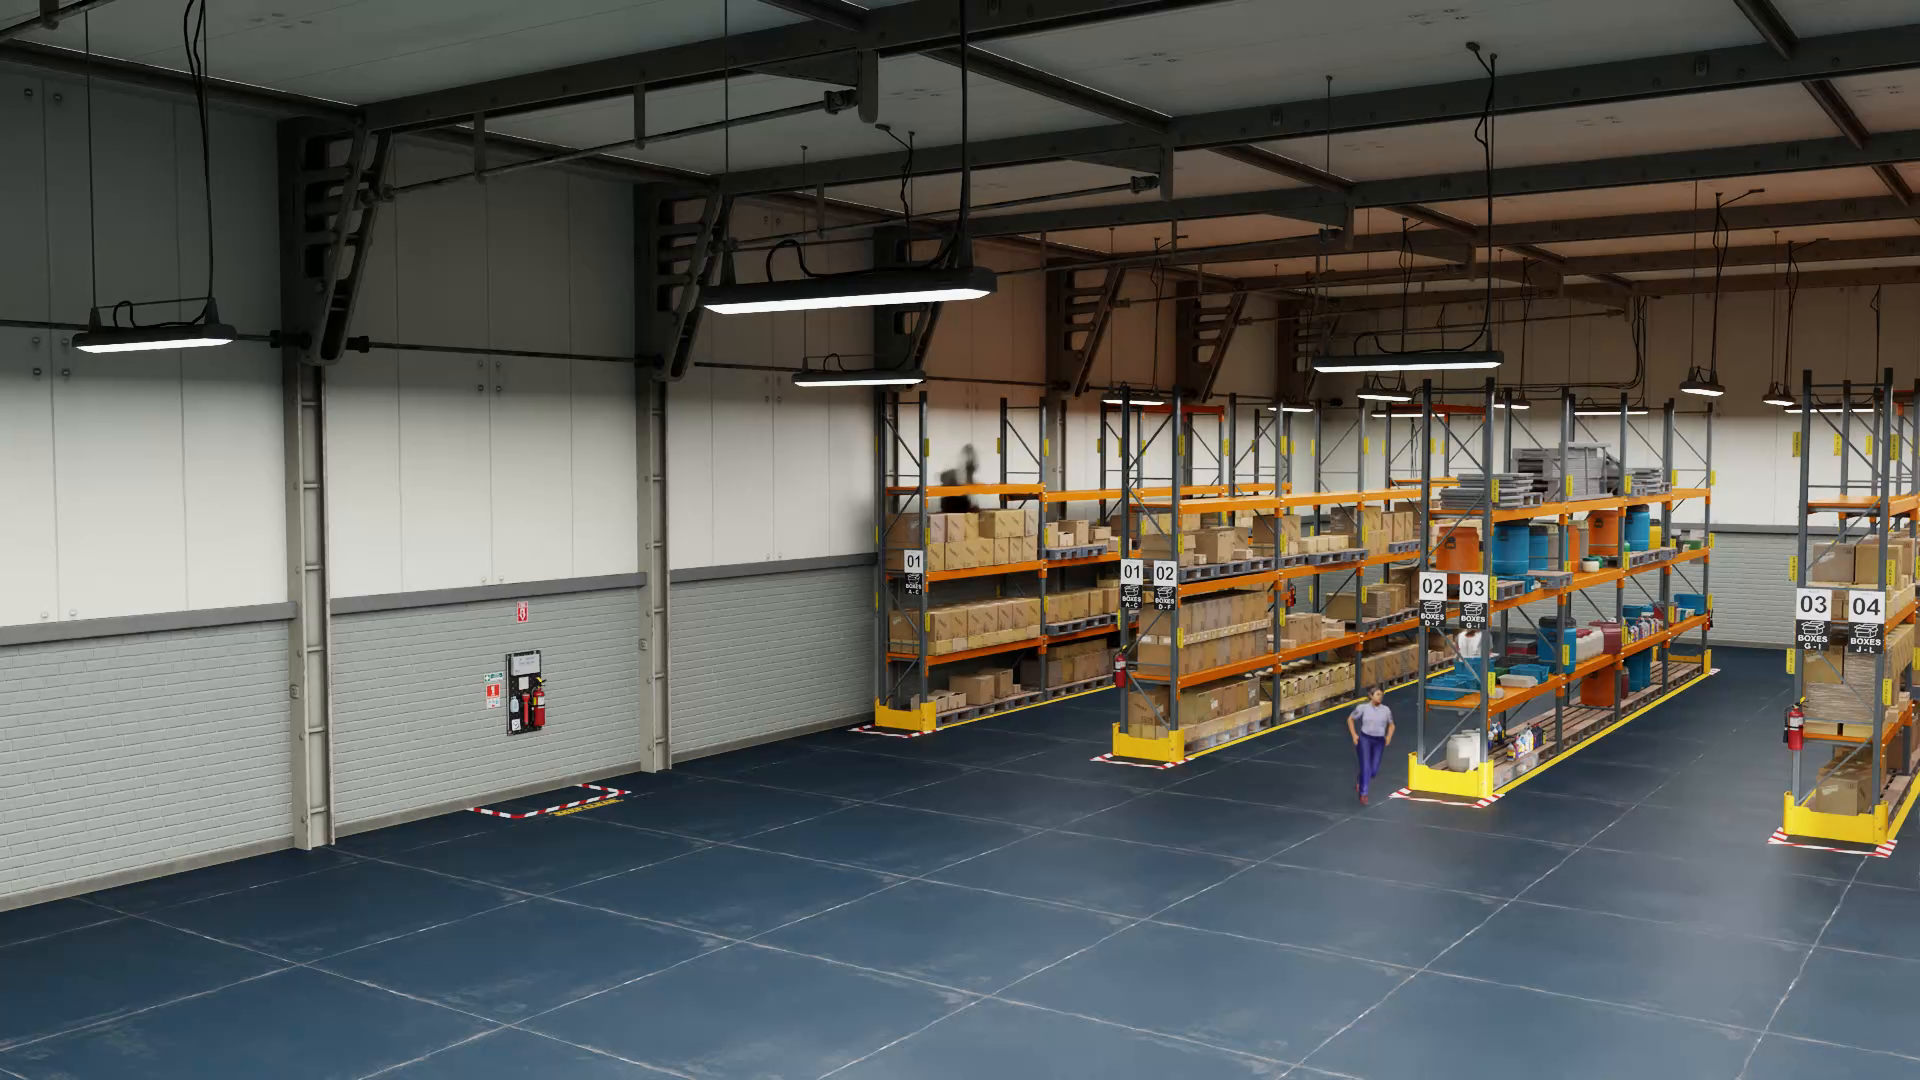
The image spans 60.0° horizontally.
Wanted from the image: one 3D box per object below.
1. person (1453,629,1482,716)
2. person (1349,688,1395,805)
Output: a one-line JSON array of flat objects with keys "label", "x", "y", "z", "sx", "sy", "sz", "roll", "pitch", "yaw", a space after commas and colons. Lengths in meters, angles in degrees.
[{"label": "person", "x": 9.576, "y": 2.378, "z": 31.259, "sx": 0.683, "sy": 1.787, "sz": 0.967, "roll": 2, "pitch": 4, "yaw": 31}, {"label": "person", "x": 5.851, "y": 2.906, "z": 23.591, "sx": 0.657, "sy": 1.613, "sz": 0.560, "roll": 0, "pitch": 3, "yaw": -5}]
